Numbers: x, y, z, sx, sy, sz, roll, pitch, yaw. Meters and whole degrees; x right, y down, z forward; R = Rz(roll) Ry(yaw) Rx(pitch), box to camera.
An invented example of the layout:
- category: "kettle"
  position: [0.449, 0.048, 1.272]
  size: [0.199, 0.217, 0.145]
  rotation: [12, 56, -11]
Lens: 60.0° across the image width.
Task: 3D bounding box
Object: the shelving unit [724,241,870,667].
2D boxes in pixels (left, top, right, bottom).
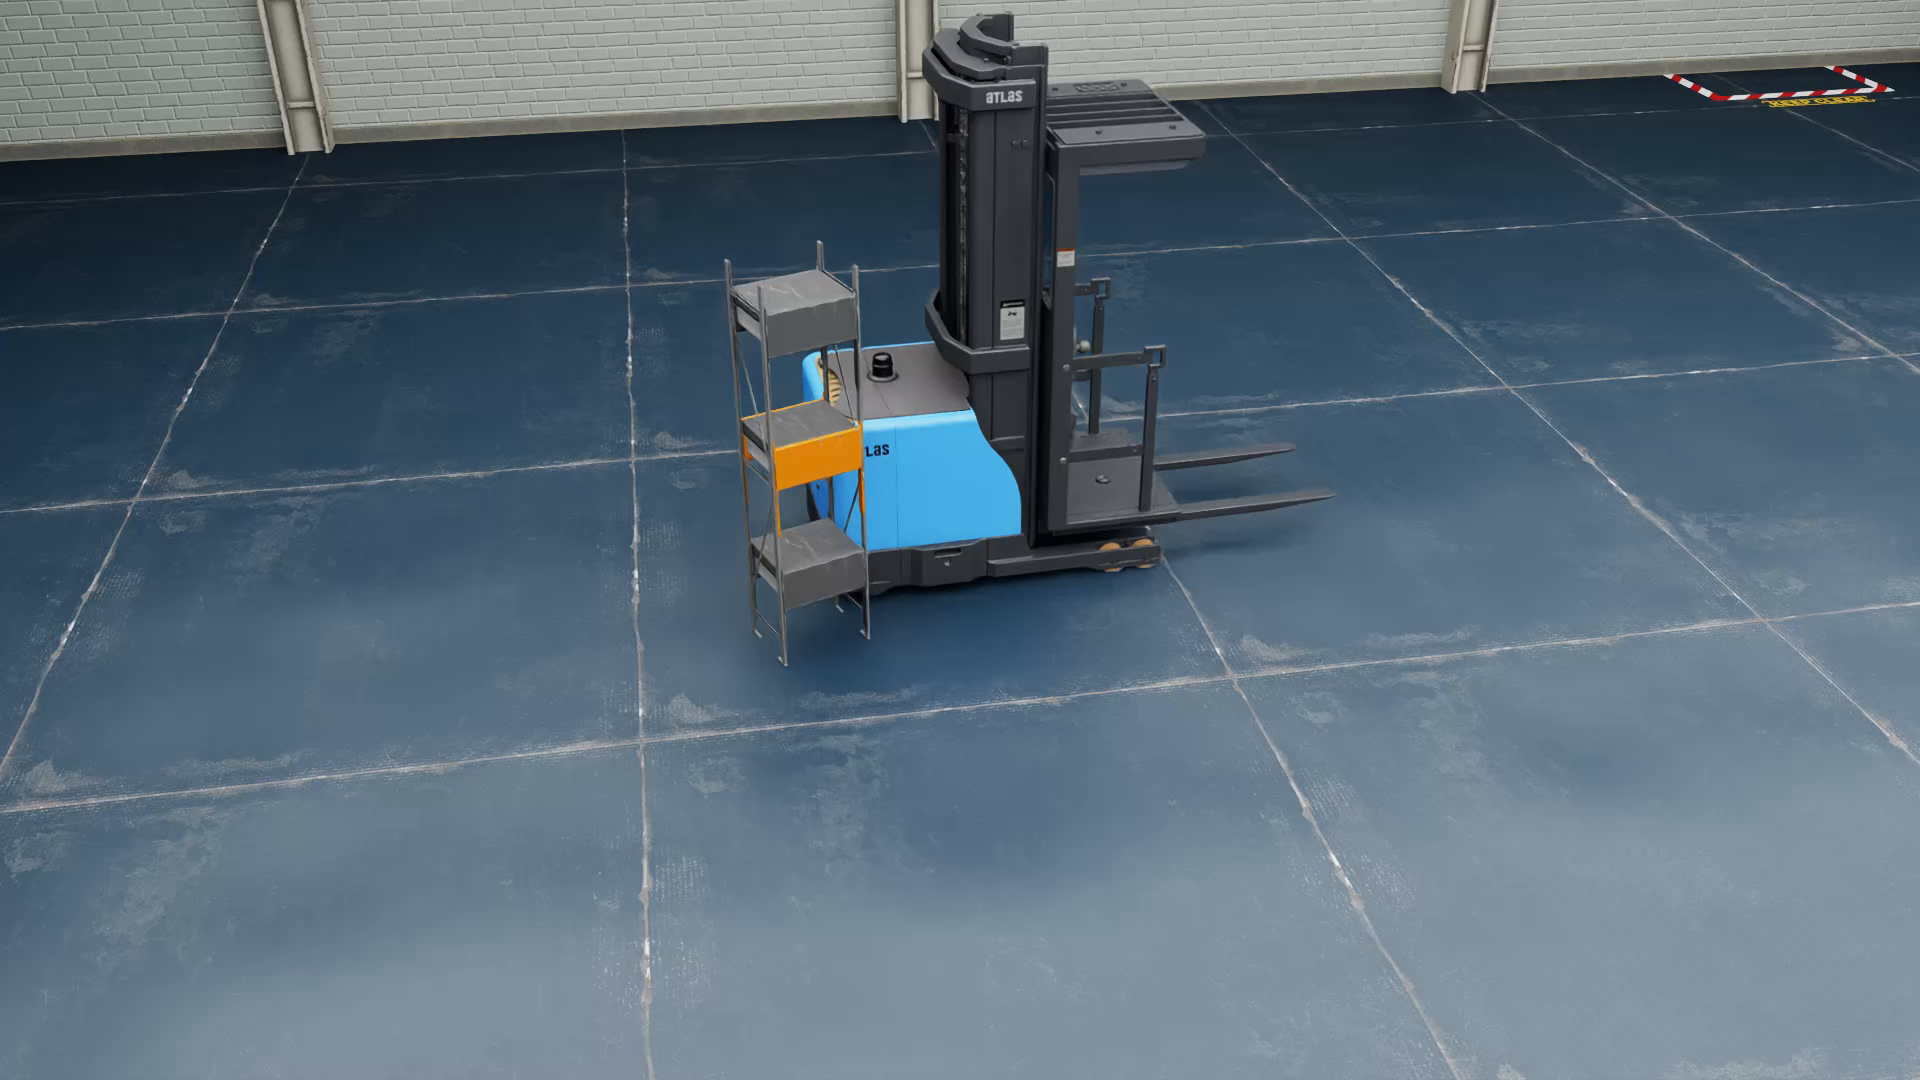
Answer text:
- category: "shelving unit"
  position: [-0.795, -0.397, 8.354]
  size: [0.503, 2.100, 0.431]
  rotation: [-17, 34, -26]

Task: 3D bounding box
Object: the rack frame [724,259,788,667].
- category: "rack frame"
  position: [-1.005, -0.333, 8.246]
  size: [0.015, 2.100, 0.400]
  rotation: [-17, 34, -26]

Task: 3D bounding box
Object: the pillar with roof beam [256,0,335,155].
- category: "pillar with roof beam"
  position: [-5.557, -5.553, 10.316]
  size: [0.400, 9.000, 9.100]
  rotation: [-5, 31, -9]

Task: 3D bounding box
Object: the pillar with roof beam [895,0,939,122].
- category: "pillar with roof beam"
  position: [0.345, -6.101, 11.248]
  size: [0.400, 9.000, 9.100]
  rotation: [-5, 31, -9]

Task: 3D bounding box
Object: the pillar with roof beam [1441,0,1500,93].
- category: "pillar with roof beam"
  position: [6.247, -6.649, 12.180]
  size: [0.400, 9.000, 9.100]
  rotation: [-5, 31, -9]

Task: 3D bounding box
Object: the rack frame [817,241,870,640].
- category: "rack frame"
  position: [-0.586, -0.461, 8.462]
  size: [0.015, 2.100, 0.400]
  rotation: [-17, 34, -26]

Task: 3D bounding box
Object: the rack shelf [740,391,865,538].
- category: "rack shelf"
  position: [-0.795, -0.385, 8.361]
  size: [0.480, 0.518, 0.431]
  rotation: [-17, 34, -26]

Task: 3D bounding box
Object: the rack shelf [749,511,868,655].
- category: "rack shelf"
  position: [-0.795, 0.218, 8.715]
  size: [0.480, 0.518, 0.431]
  rotation: [-17, 34, -26]

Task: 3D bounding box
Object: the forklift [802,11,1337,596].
- category: "forklift"
  position: [0.666, -1.333, 9.126]
  size: [3.031, 2.935, 1.130]
  rotation: [-7, 31, -11]

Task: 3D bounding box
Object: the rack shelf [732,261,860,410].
- category: "rack shelf"
  position: [-0.795, -0.989, 8.006]
  size: [0.480, 0.518, 0.431]
  rotation: [-17, 34, -26]
